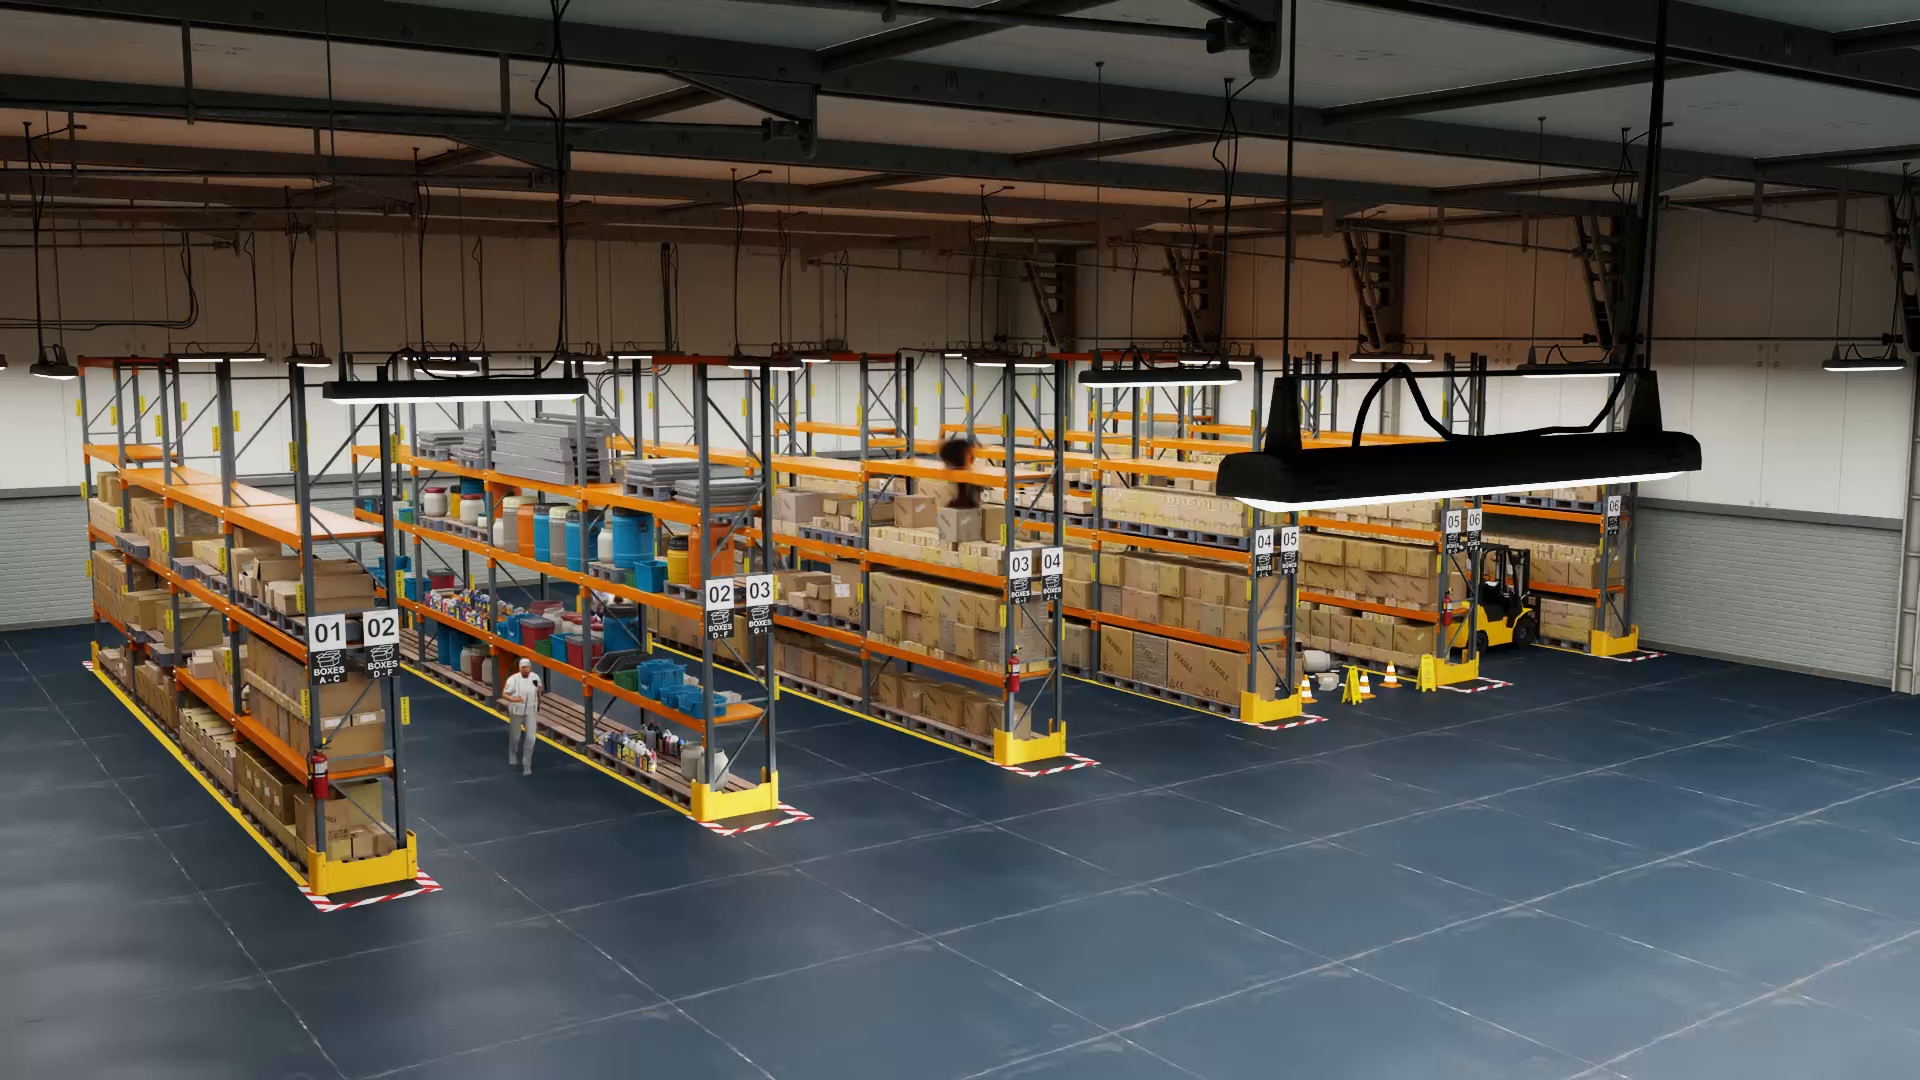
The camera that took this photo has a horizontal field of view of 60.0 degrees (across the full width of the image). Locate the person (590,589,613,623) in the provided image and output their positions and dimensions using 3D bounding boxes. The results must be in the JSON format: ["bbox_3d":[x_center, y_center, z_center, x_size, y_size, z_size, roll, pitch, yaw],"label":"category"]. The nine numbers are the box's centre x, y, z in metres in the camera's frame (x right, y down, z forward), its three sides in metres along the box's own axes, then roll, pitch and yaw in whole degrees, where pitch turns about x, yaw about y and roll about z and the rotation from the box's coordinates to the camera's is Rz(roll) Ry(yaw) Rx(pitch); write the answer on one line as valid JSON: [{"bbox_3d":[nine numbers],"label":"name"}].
[{"bbox_3d":[-7.033,1.568,32.649,0.605,1.675,0.886,-4,8,-28],"label":"person"}]

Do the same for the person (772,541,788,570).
[{"bbox_3d":[-4.681,0.261,43.021,0.558,1.683,0.940,2,7,16],"label":"person"}]

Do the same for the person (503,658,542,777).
[{"bbox_3d":[-6.407,2.561,24.410,0.603,1.692,0.834,-3,8,-23],"label":"person"}]

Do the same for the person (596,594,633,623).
[{"bbox_3d":[-6.681,1.631,32.064,0.709,1.621,1.087,-4,8,-27],"label":"person"}]
